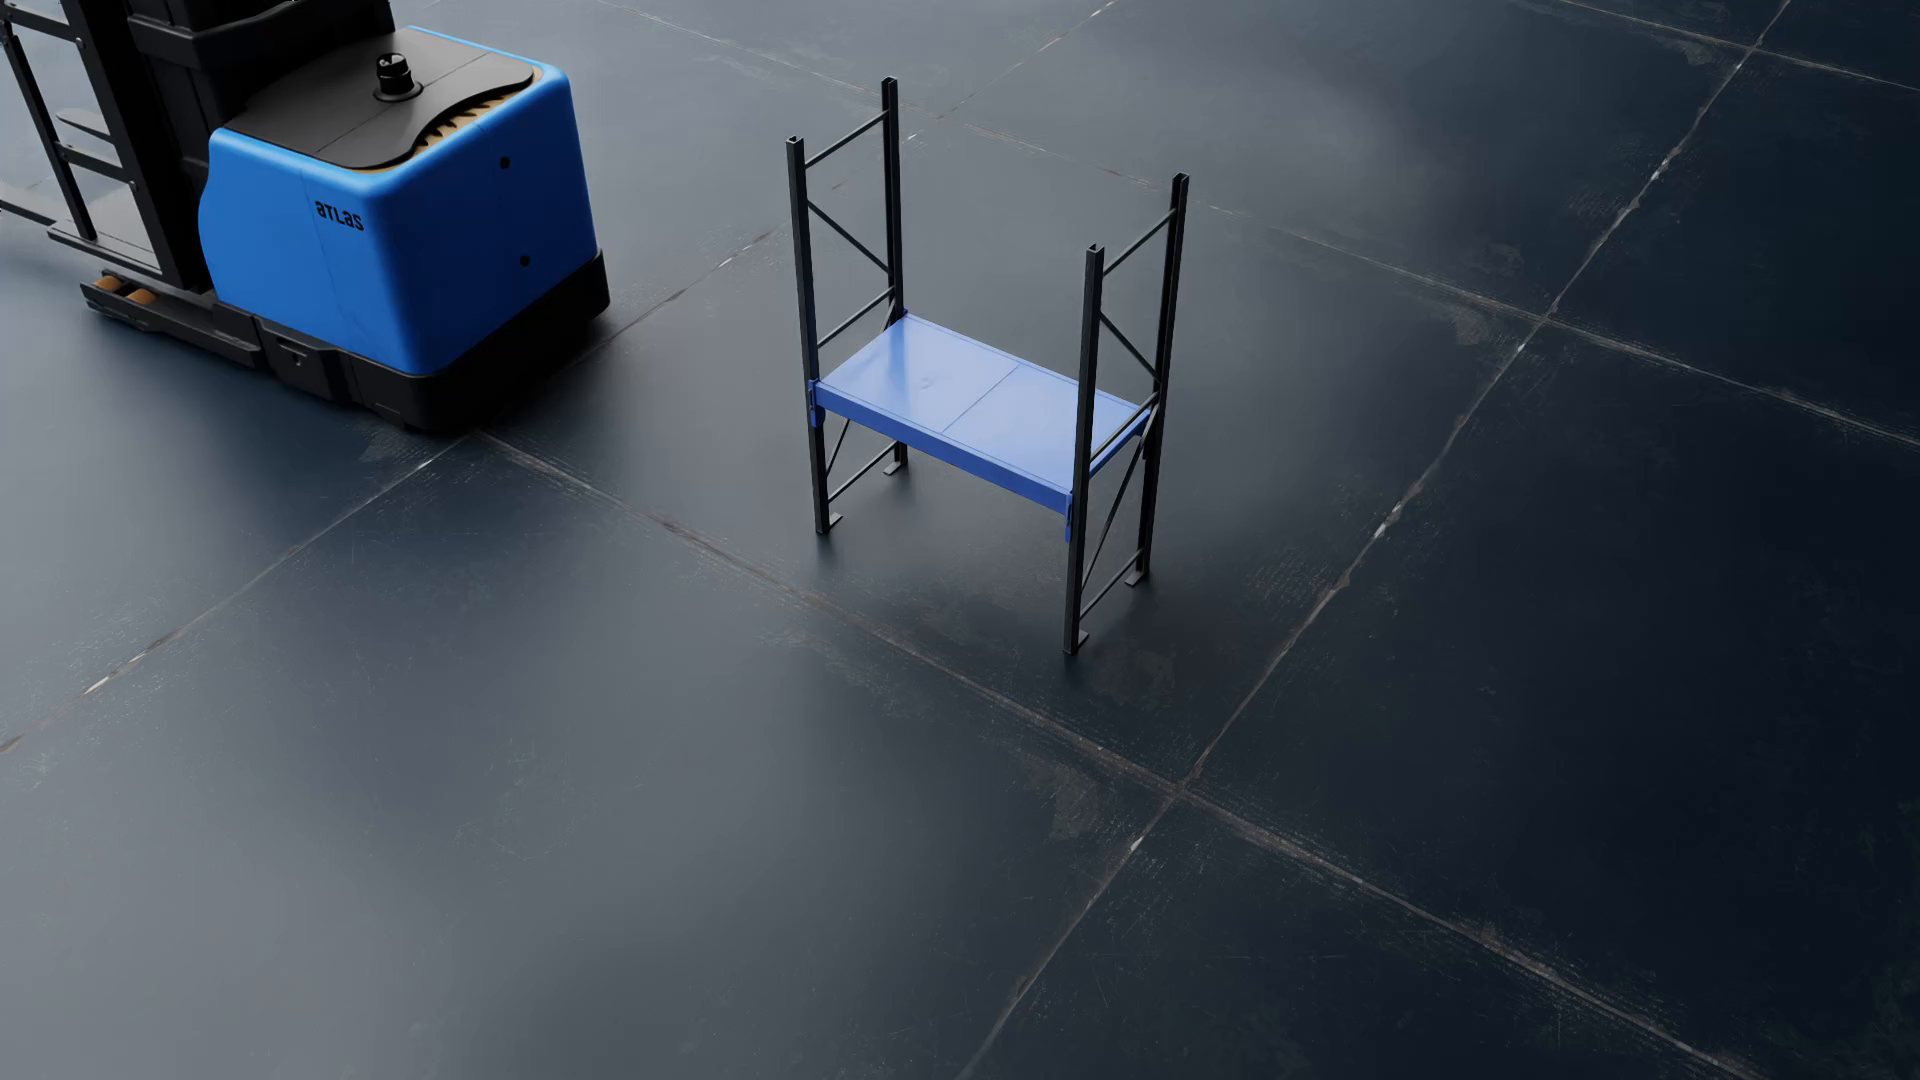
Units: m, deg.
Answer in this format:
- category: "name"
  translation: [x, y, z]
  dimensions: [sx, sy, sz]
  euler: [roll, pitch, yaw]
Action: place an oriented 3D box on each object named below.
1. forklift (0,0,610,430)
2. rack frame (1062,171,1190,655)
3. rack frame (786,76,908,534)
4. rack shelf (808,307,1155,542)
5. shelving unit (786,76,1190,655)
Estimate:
- category: "forklift"
  translation: [-2.950, -2.215, 6.028]
  dimensions: [3.031, 2.935, 1.130]
  euler: [21, 46, 22]
- category: "rack frame"
  translation: [0.486, -0.332, 4.996]
  dimensions: [0.032, 1.500, 0.500]
  euler: [25, 48, 25]
- category: "rack frame"
  translation: [-0.346, -0.721, 5.431]
  dimensions: [0.032, 1.500, 0.500]
  euler: [25, 48, 25]
- category: "rack shelf"
  translation: [0.070, -0.392, 5.333]
  dimensions: [1.000, 0.185, 0.538]
  euler: [25, 48, 25]
- category: "shelving unit"
  translation: [0.070, -0.526, 5.213]
  dimensions: [1.048, 1.500, 0.538]
  euler: [25, 48, 25]
